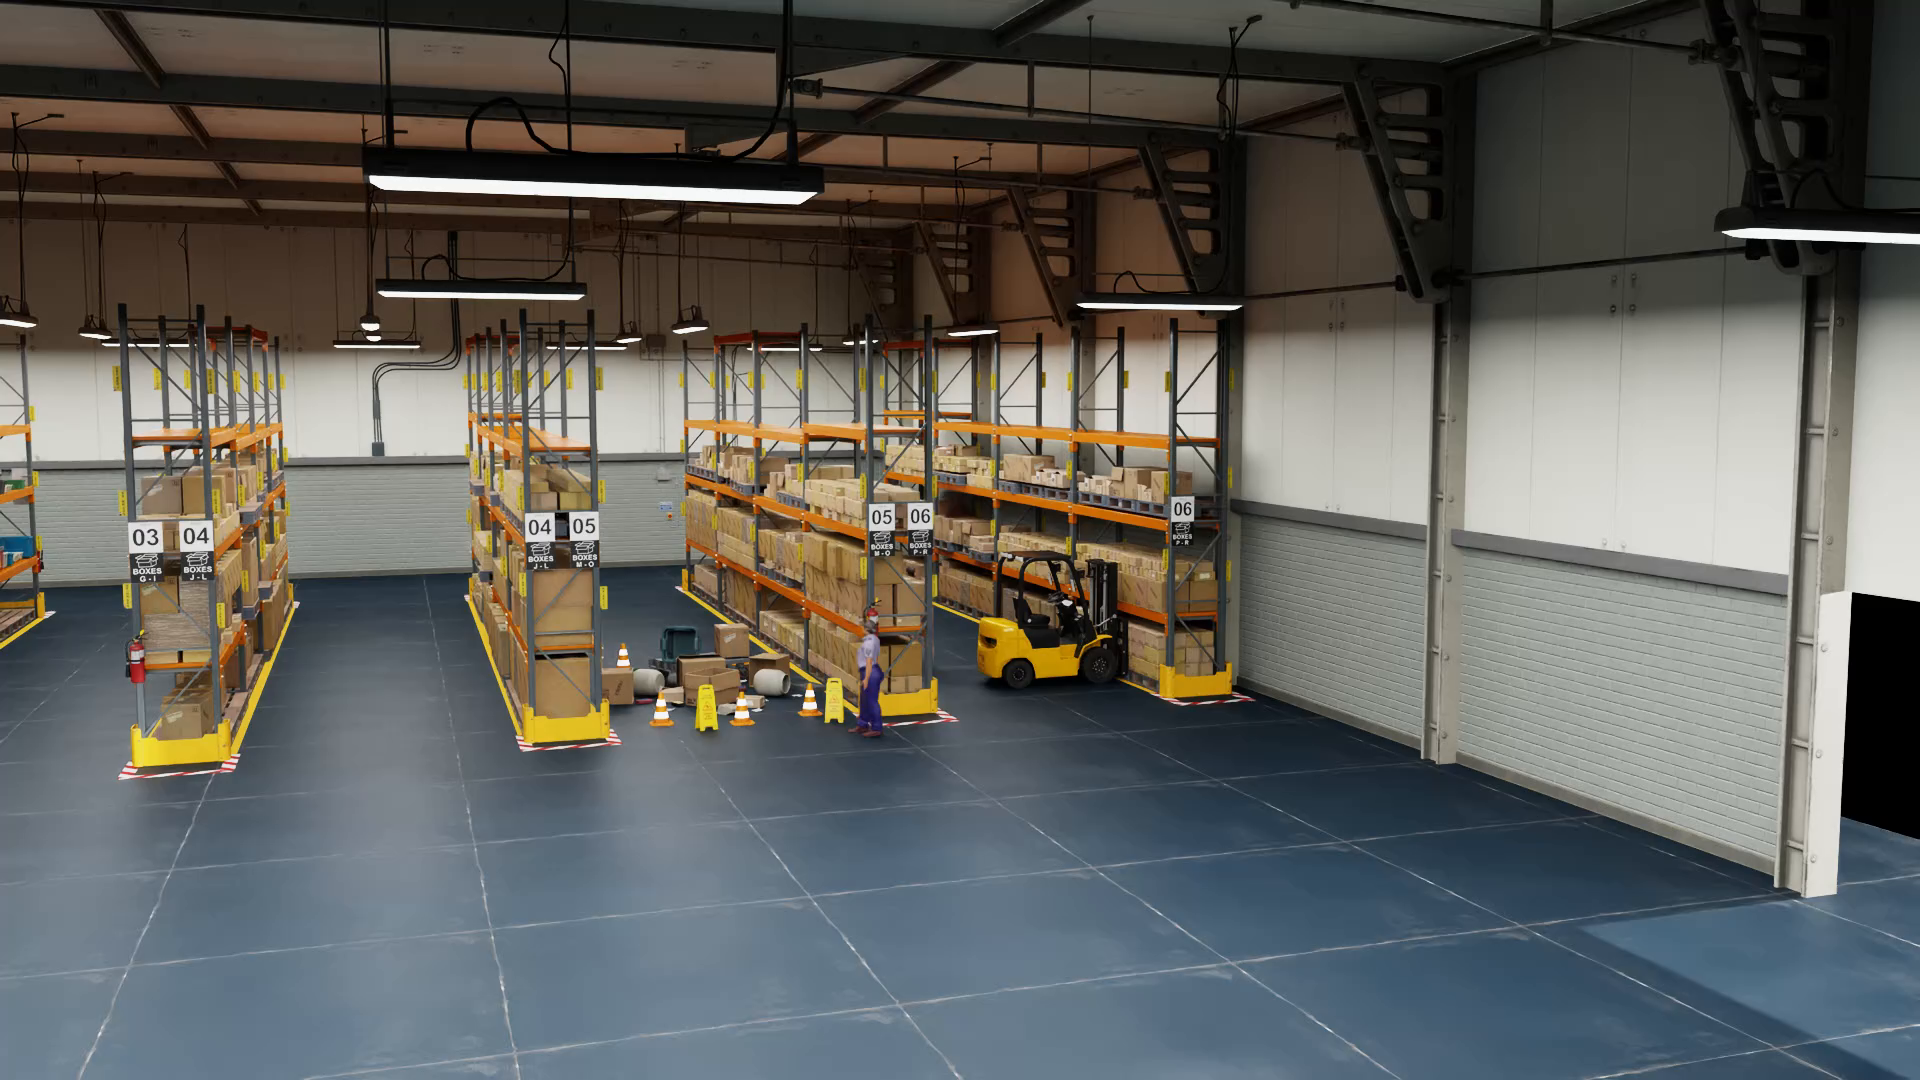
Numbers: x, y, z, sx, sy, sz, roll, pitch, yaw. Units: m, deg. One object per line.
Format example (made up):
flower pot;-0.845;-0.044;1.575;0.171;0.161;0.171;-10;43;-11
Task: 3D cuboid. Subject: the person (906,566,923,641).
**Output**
person;-0.908;1.308;30.145;0.440;1.693;0.676;-2;6;-21

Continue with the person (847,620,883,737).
person;-1.358;1.956;23.554;0.534;1.661;0.487;0;5;3
